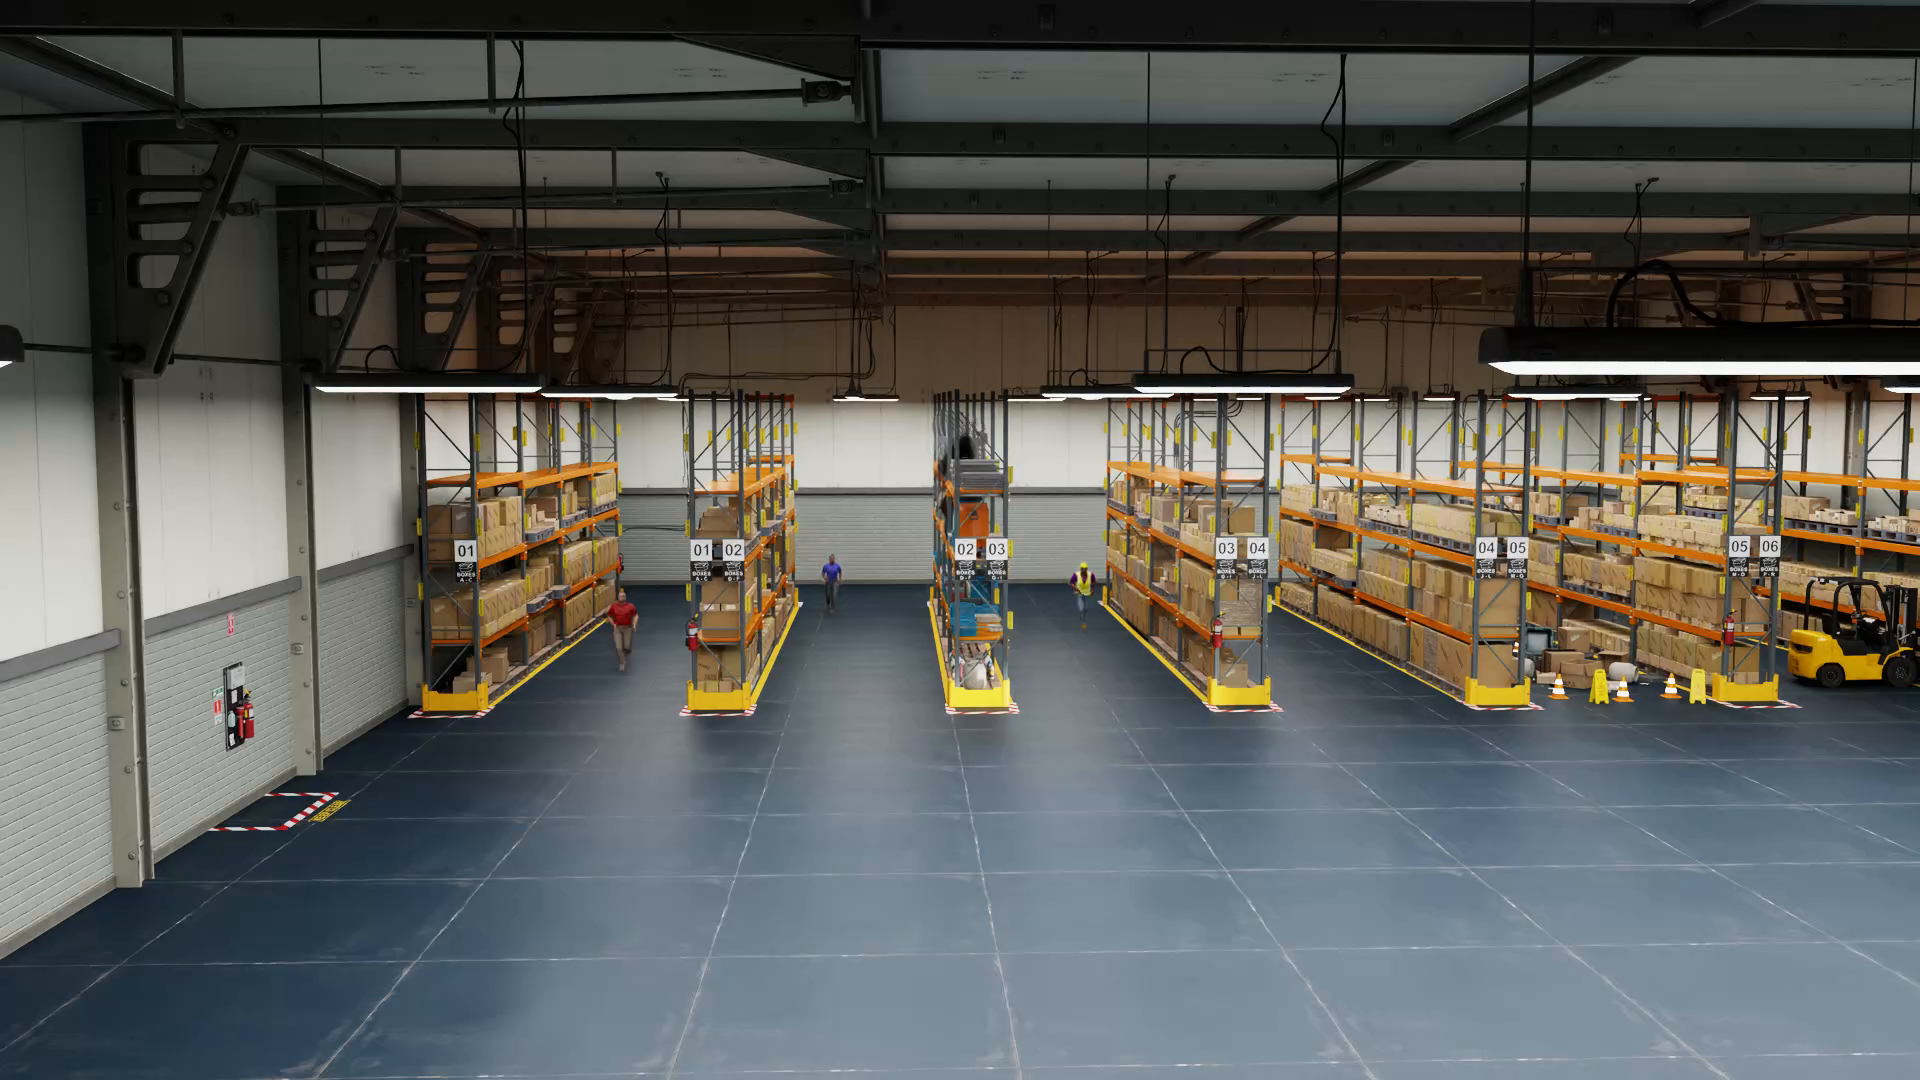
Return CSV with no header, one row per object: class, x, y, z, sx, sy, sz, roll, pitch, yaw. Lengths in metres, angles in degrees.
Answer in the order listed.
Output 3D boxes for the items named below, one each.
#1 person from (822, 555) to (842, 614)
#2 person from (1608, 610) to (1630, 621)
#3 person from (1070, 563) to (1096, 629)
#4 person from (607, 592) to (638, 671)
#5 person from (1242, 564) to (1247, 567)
person,-3.505,1.201,45.609,0.563,1.609,0.589,-1,5,-7
person,17.357,1.275,43.505,0.681,1.803,0.897,-2,5,-19
person,3.146,1.410,42.582,0.686,1.703,0.752,0,5,-2
person,-7.301,1.960,35.991,0.665,1.688,0.603,-1,5,-9
person,7.915,1.112,46.644,0.645,1.617,0.512,0,5,-1
